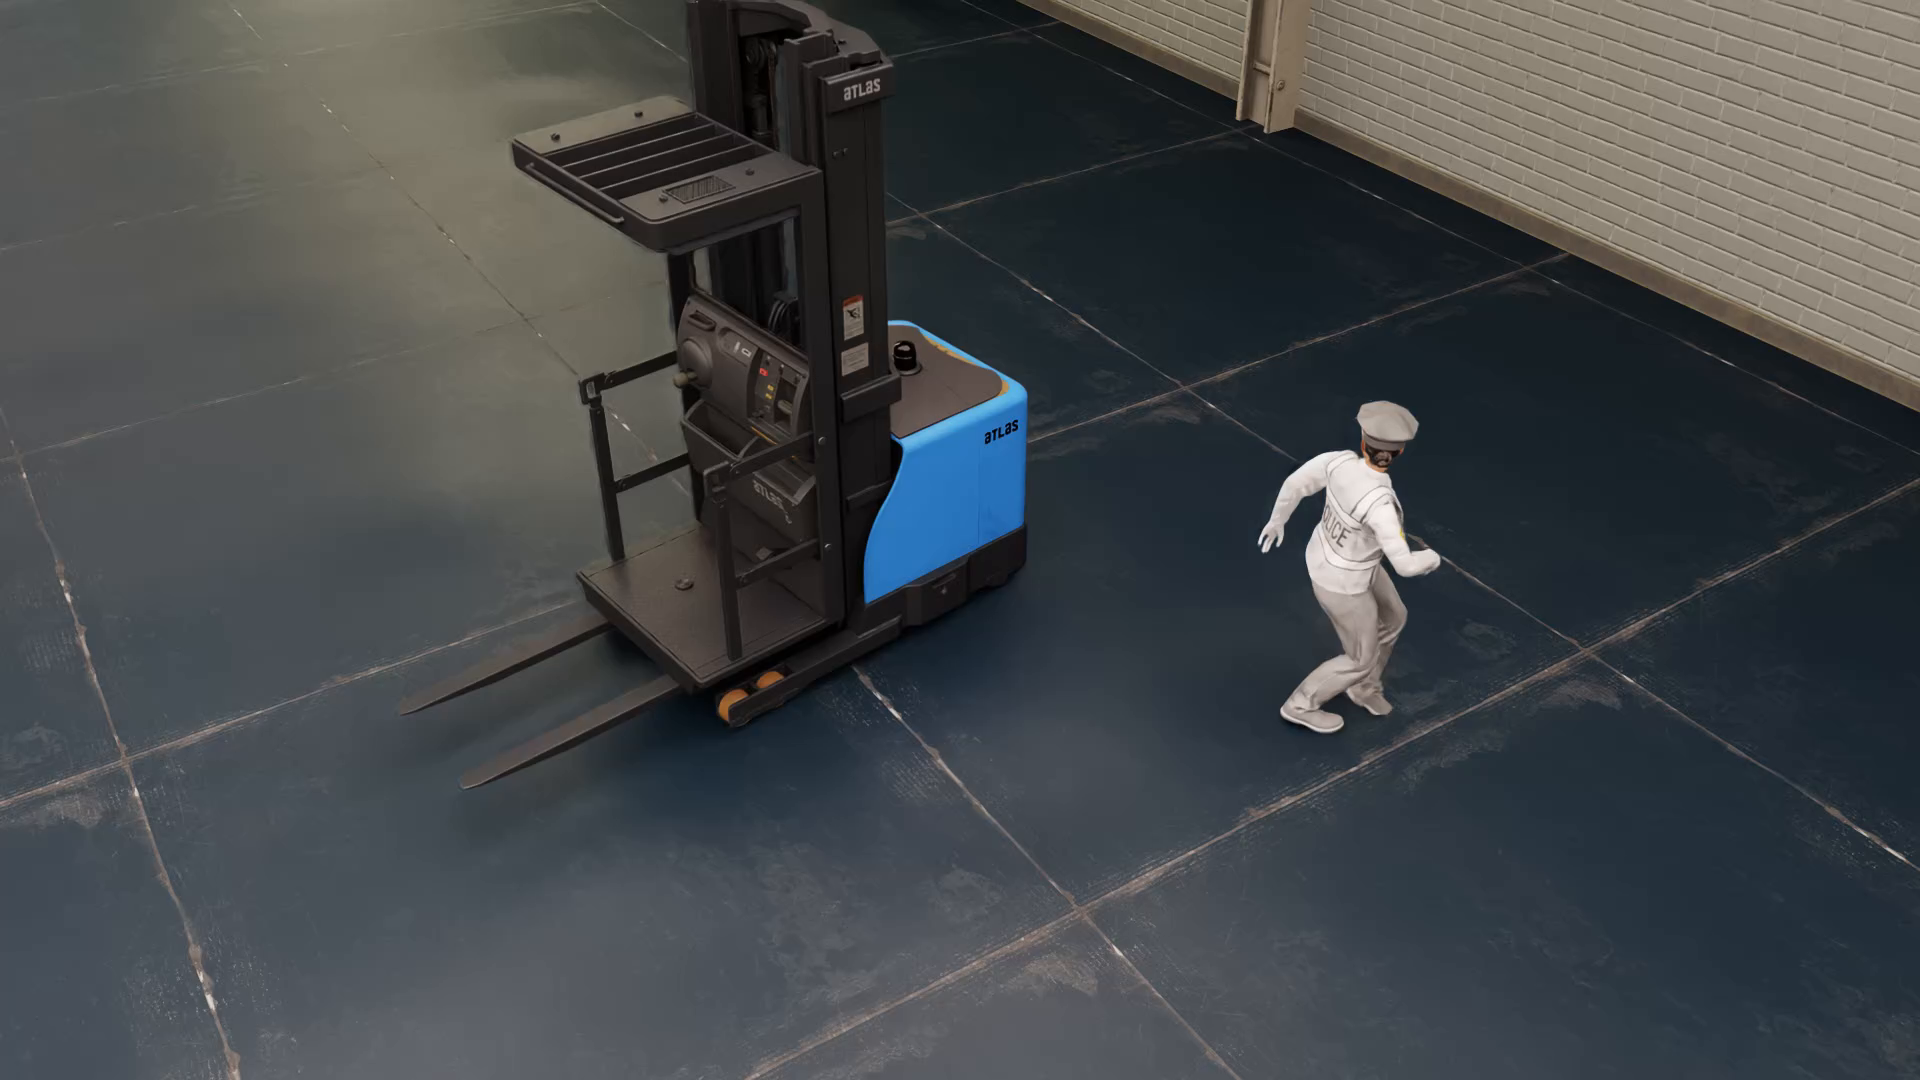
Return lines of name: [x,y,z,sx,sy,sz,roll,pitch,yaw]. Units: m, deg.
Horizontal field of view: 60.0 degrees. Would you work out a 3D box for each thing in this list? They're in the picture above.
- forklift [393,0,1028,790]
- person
forklift: [-1.112,-0.701,7.145,3.031,2.935,1.130,-26,43,-32]
person: [1.665,0.170,7.115,0.734,1.666,0.577,1,35,2]
